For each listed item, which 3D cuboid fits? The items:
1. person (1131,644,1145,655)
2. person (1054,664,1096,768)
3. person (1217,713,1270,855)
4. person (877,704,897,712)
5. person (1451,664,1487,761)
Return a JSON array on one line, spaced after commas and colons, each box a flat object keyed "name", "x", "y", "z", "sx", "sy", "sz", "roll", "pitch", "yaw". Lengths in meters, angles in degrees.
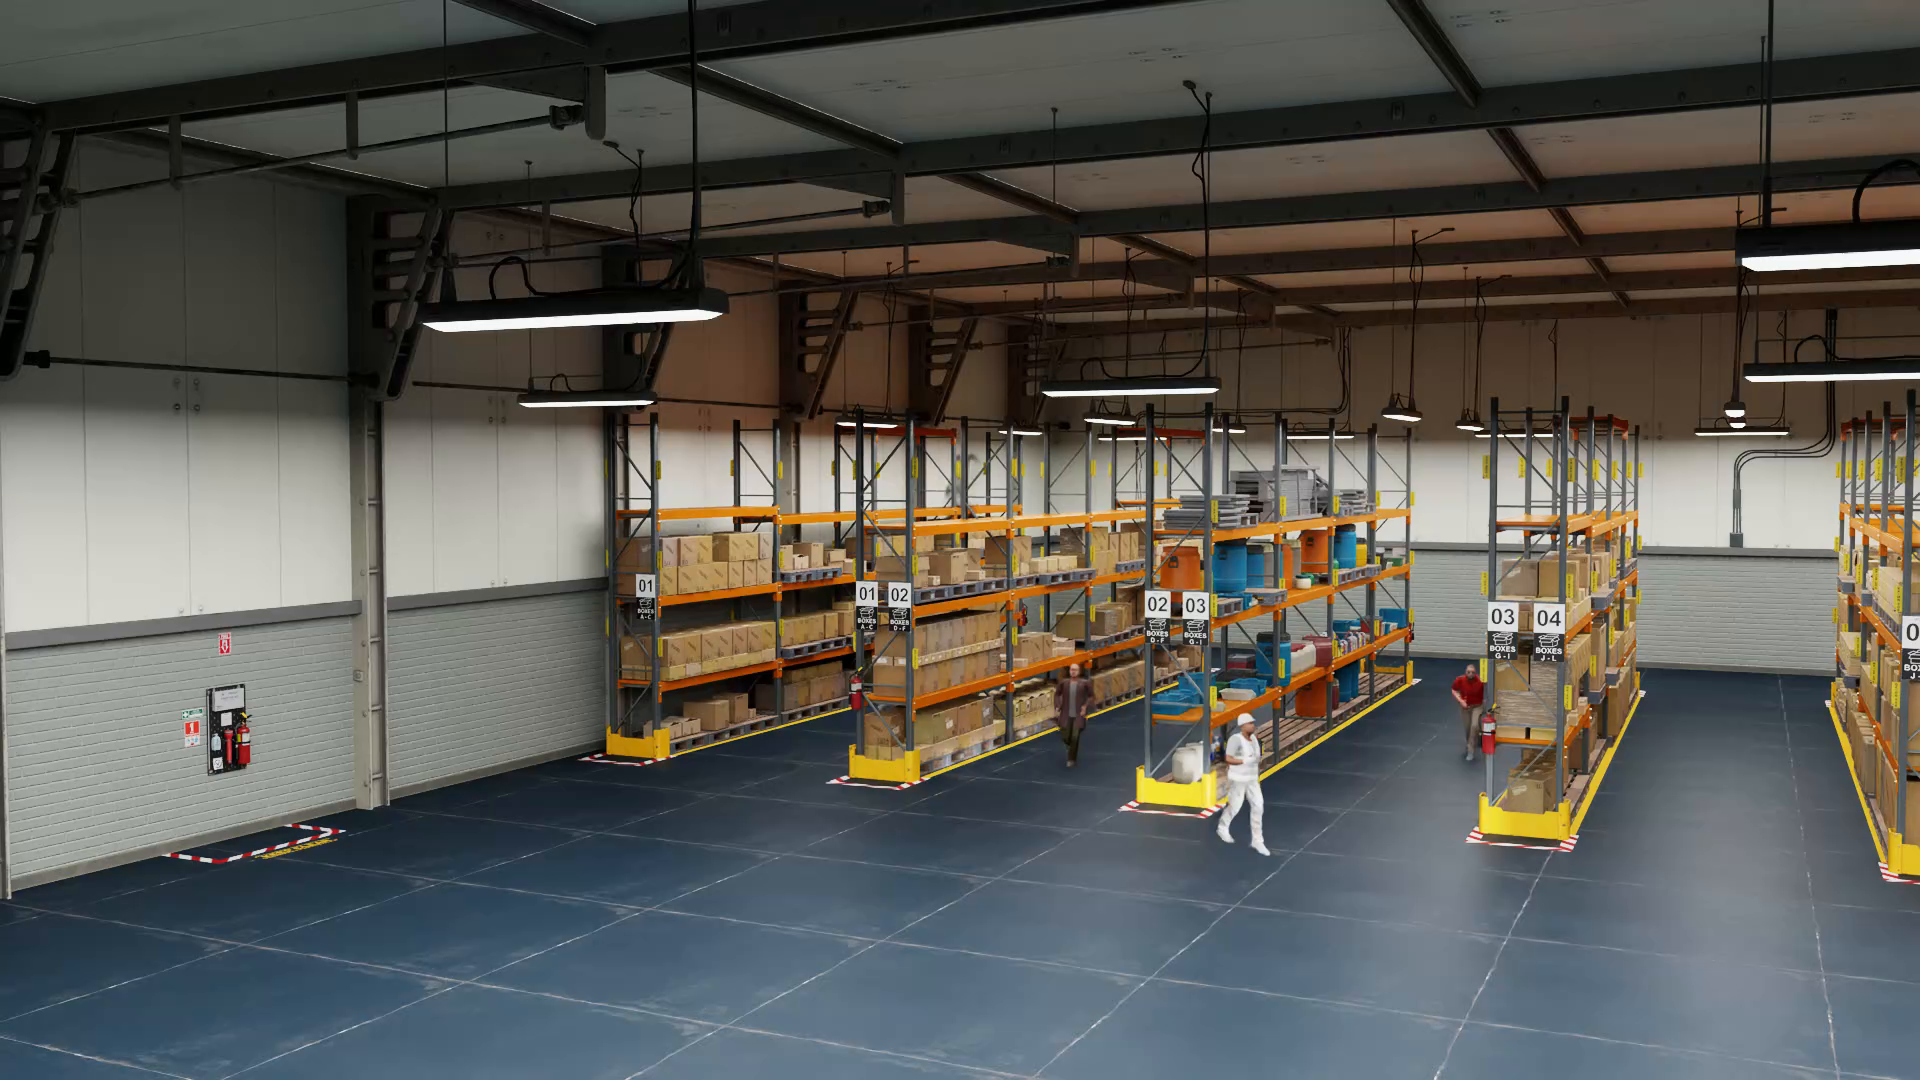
[{"name": "person", "x": 4.843, "y": 2.445, "z": 43.458, "sx": 0.803, "sy": 1.491, "sz": 0.637, "roll": 2, "pitch": 3, "yaw": 35}, {"name": "person", "x": 1.930, "y": 2.962, "z": 28.157, "sx": 0.724, "sy": 1.735, "sz": 0.620, "roll": 1, "pitch": 2, "yaw": 13}, {"name": "person", "x": 3.692, "y": 3.189, "z": 21.888, "sx": 0.652, "sy": 1.834, "sz": 0.852, "roll": -2, "pitch": 3, "yaw": -38}, {"name": "person", "x": -1.260, "y": 2.938, "z": 31.217, "sx": 0.659, "sy": 1.557, "sz": 0.800, "roll": 1, "pitch": 3, "yaw": 26}, {"name": "person", "x": 8.953, "y": 2.981, "z": 29.100, "sx": 0.703, "sy": 1.694, "sz": 1.020, "roll": 1, "pitch": 2, "yaw": 15}]
